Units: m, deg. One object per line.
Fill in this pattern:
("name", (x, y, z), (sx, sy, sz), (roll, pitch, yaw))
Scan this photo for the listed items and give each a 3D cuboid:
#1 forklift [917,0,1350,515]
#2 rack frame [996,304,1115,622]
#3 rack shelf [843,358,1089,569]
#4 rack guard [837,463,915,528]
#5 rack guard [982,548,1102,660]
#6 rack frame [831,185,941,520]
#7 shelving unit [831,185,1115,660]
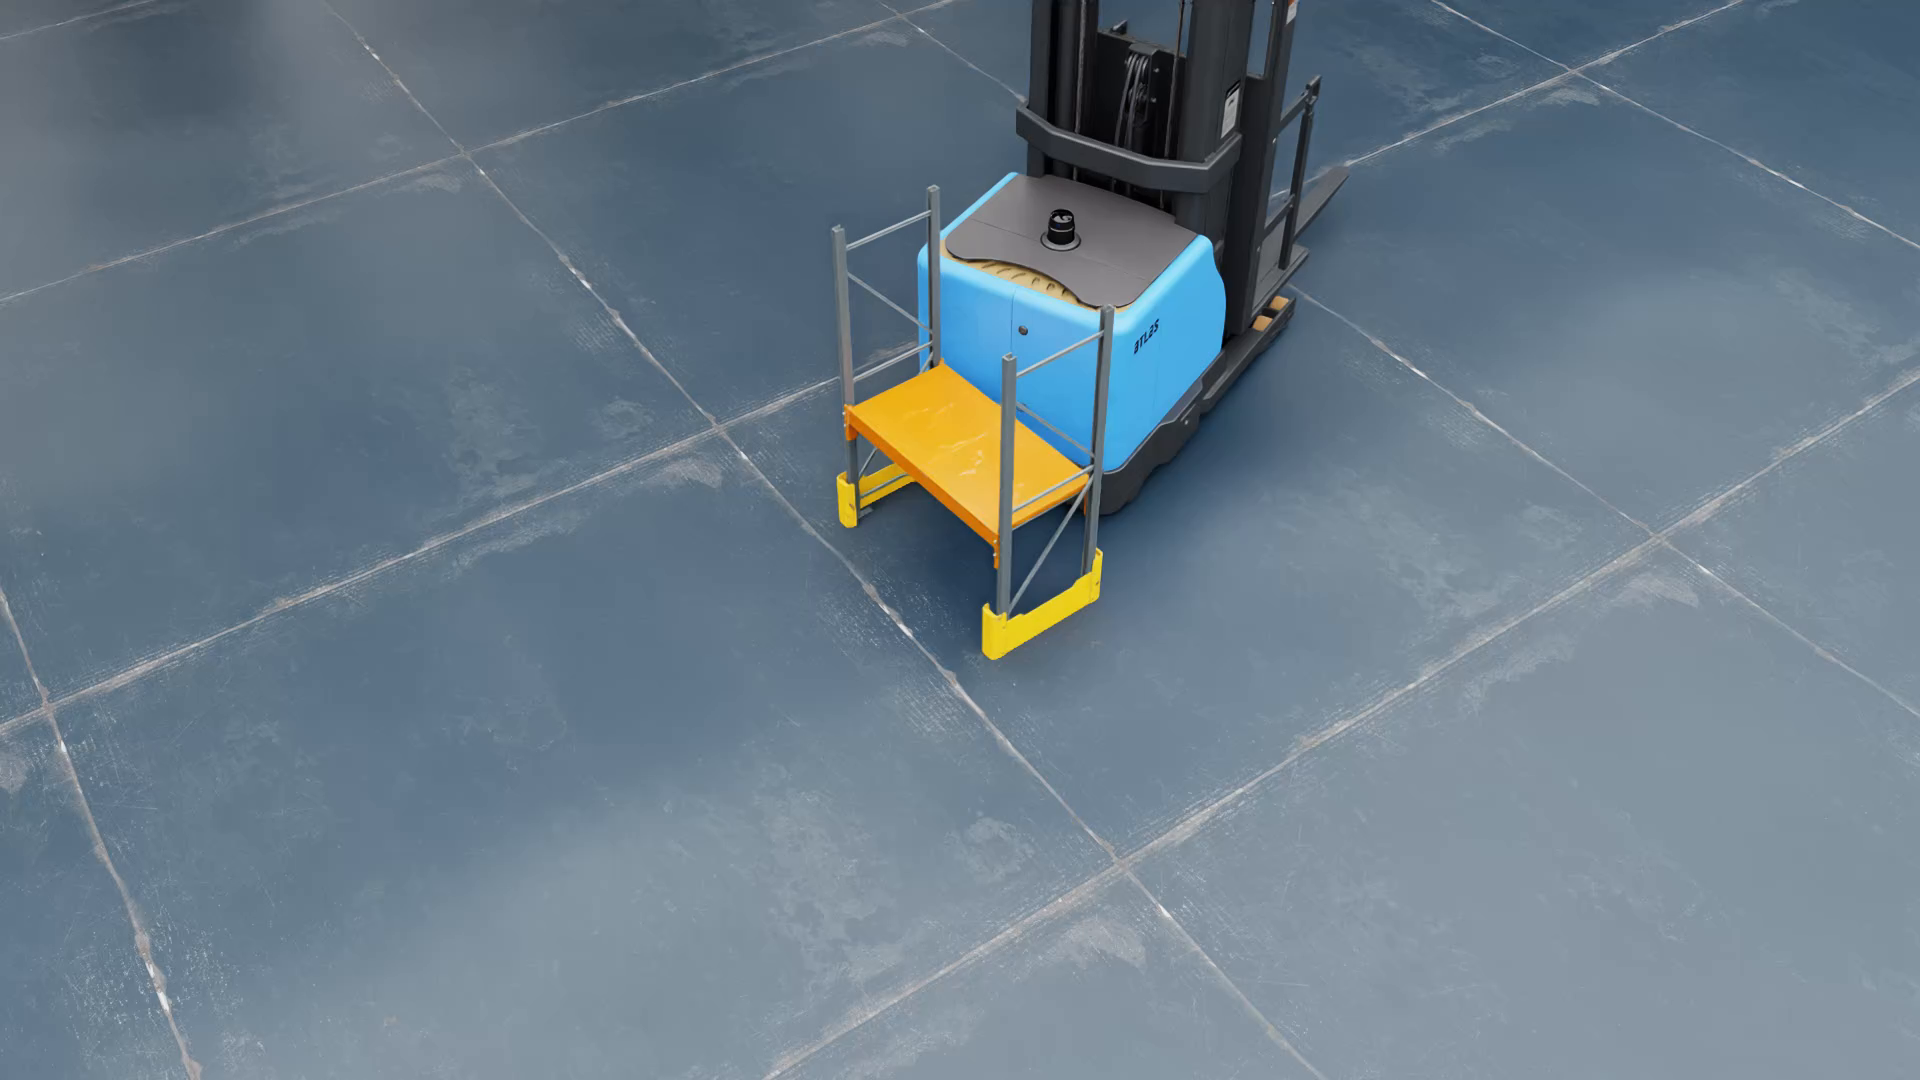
("forklift", (1.023, -2.164, 7.385), (1.130, 2.935, 3.031), (24, 49, 23))
("rack frame", (0.349, -0.188, 6.352), (0.500, 1.500, 0.032), (-29, 51, -27))
("rack shelf", (0.032, -0.333, 6.764), (0.538, 0.185, 1.000), (-29, 51, -27))
("rack guard", (-0.284, -0.285, 7.358), (0.587, 0.250, 0.087), (-29, 51, -27))
("rack guard", (0.337, 0.253, 6.795), (0.587, 0.250, 0.087), (-29, 51, -27))
("rack frame", (-0.285, -0.737, 6.927), (0.500, 1.500, 0.032), (-29, 51, -27))
("shelving unit", (0.027, -0.468, 6.645), (0.587, 1.500, 1.083), (-29, 51, -27))
